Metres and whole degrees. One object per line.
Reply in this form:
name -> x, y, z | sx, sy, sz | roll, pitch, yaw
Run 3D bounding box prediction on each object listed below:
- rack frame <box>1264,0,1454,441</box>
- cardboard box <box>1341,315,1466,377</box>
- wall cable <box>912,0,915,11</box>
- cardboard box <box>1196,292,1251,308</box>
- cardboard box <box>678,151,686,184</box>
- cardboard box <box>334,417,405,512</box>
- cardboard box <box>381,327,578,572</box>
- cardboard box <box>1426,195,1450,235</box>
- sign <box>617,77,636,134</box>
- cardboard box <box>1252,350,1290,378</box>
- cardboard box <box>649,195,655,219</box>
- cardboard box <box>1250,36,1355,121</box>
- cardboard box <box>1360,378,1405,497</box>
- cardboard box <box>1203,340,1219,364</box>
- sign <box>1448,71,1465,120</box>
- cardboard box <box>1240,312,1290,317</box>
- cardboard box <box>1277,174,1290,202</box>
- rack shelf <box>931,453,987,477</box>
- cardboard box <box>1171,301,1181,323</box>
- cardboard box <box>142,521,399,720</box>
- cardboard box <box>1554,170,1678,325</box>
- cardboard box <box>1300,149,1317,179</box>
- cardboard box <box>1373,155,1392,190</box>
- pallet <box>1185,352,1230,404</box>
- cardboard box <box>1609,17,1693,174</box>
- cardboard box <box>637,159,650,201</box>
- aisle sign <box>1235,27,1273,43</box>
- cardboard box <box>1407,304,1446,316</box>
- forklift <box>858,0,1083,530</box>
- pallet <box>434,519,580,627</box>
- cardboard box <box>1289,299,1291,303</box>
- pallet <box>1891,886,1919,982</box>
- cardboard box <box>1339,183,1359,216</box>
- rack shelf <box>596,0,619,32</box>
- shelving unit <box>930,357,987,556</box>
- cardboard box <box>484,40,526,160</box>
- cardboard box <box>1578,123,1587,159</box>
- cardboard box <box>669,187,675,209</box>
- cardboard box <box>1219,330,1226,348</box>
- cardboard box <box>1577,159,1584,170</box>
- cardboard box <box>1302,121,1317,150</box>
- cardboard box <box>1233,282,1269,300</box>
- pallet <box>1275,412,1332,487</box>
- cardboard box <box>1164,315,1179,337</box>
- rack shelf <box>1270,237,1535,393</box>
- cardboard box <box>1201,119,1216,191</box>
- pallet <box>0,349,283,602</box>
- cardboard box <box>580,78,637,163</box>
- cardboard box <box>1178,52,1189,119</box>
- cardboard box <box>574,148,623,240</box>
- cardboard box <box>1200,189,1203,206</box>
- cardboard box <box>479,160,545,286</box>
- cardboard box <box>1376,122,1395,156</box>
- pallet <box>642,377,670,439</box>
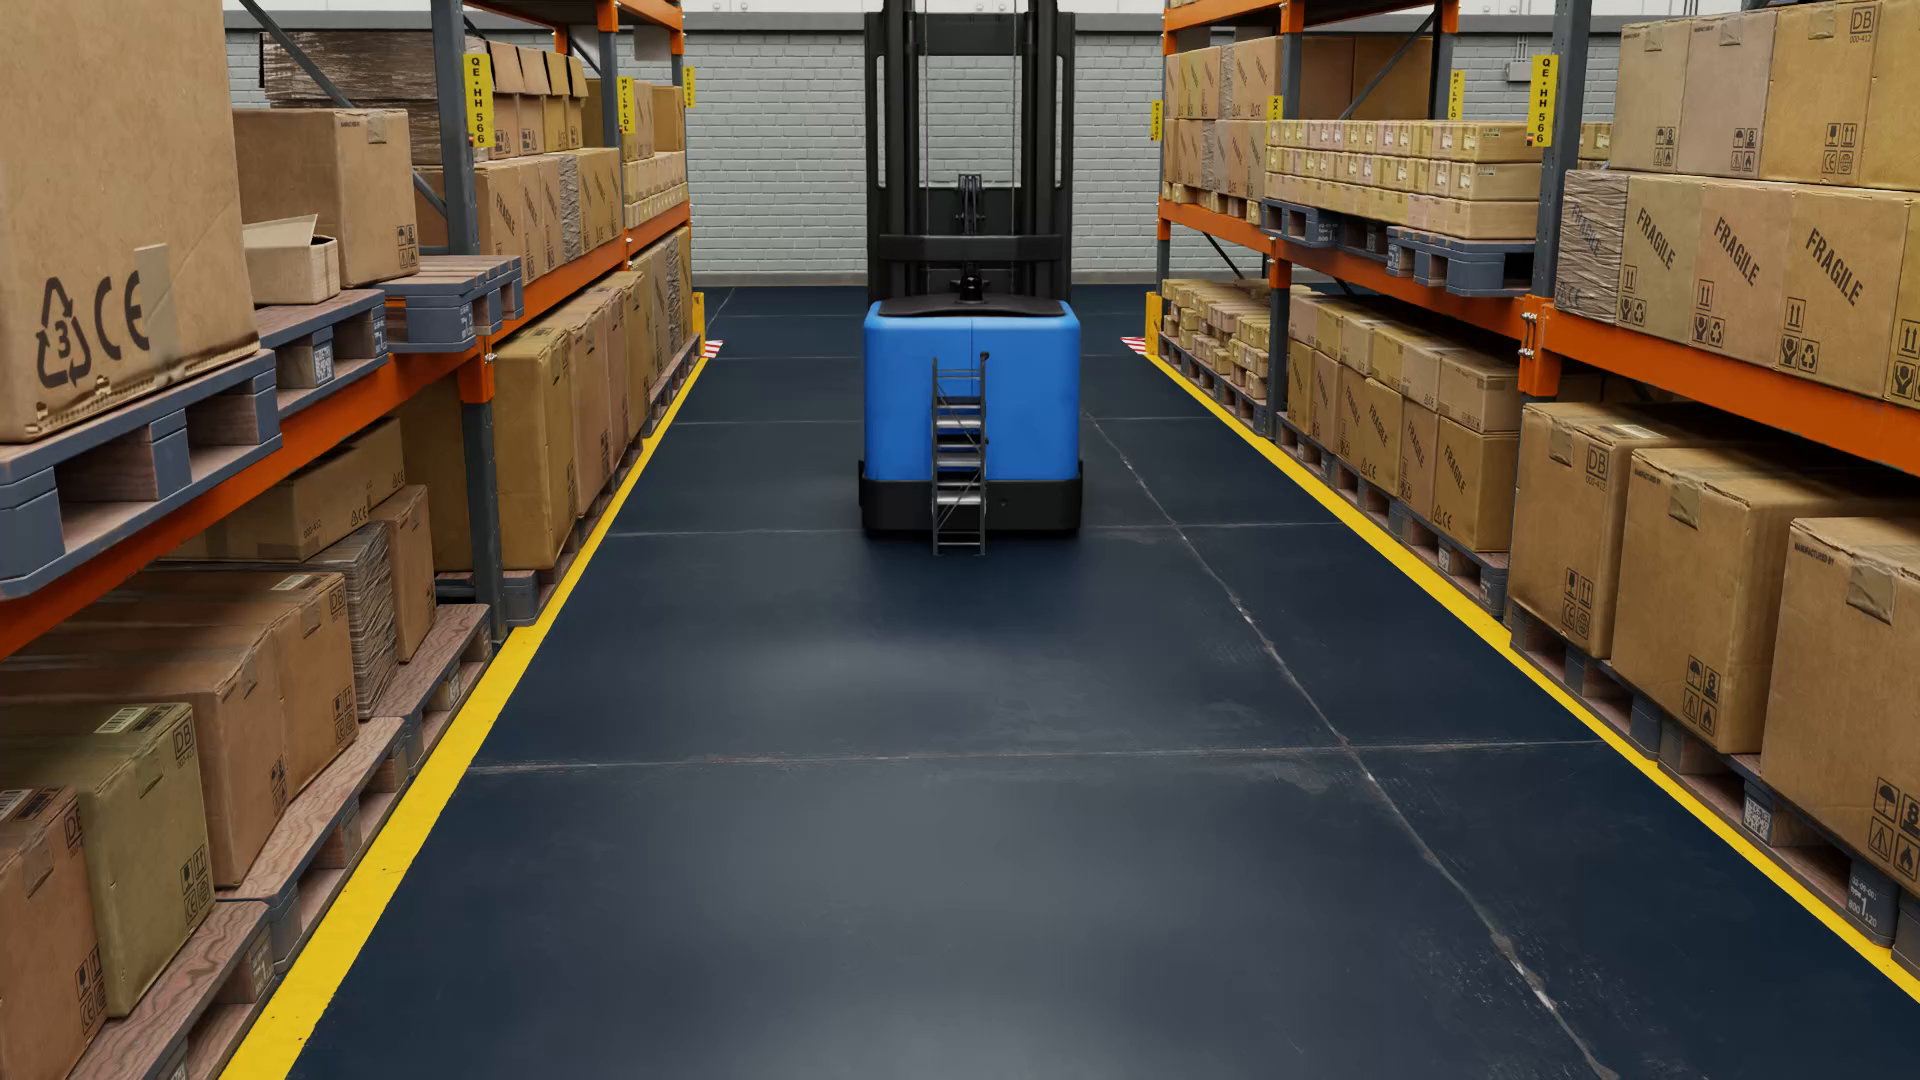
rack frame -> 2.434, -2.095, 10.148 | 1.000, 3.000, 0.127 | -1, 14, -3
cardboard box -> 2.279, -1.003, 8.575 | 0.500, 0.250, 0.500 | 0, 14, -1
wall cable -> 0.319, -8.961, 18.338 | 2.277, 5.999, 0.120 | -1, 14, -3
cardboard box -> 2.010, -1.804, 12.702 | 0.380, 0.149, 0.250 | 0, 14, -1
cardboard box -> -2.476, -2.993, 13.343 | 0.500, 0.250, 0.500 | -1, 14, -4
cardboard box -> -2.203, -0.248, 5.599 | 0.500, 0.250, 0.500 | 0, 14, -1
cardboard box -> -2.297, -0.395, 6.962 | 1.225, 0.875, 0.875 | -2, 15, -6
cardboard box -> 2.179, -1.359, 6.950 | 0.380, 0.149, 0.250 | -1, 14, -4
sign -> -1.982, -2.576, 9.855 | 0.100, 0.325, 0.005 | -1, 14, -3
cardboard box -> 2.097, -1.135, 10.699 | 0.380, 0.149, 0.250 | -1, 14, -2
cardboard box -> -2.276, -2.260, 11.295 | 0.380, 0.149, 0.250 | -1, 14, -4
cardboard box -> 2.135, -2.884, 10.412 | 0.500, 0.500, 0.500 | -1, 14, -5
cardboard box -> 2.303, -0.513, 8.173 | 0.500, 0.500, 0.500 | -2, 15, -6
cardboard box -> 2.008, -1.392, 12.297 | 0.380, 0.149, 0.250 | -1, 14, -3
sign -> 2.988, -2.665, 10.040 | 0.100, 0.325, 0.005 | -1, 14, -3
cardboard box -> 2.136, -1.480, 11.445 | 0.380, 0.149, 0.250 | 0, 14, -2
cardboard box -> 2.022, -2.002, 9.451 | 0.380, 0.149, 0.250 | -1, 14, -3
rack shelf -> -0.006, -0.353, 7.727 | 0.258, 0.077, 0.200 | 0, 14, 0
cardboard box -> 1.923, -1.853, 13.490 | 0.380, 0.149, 0.250 | -1, 14, -4
cardboard box -> -2.166, 0.253, 5.156 | 0.700, 0.500, 0.500 | -2, 15, -8
cardboard box -> 2.440, -1.032, 5.819 | 0.500, 0.500, 0.500 | -1, 14, -3
cardboard box -> 2.051, -2.022, 8.930 | 0.380, 0.149, 0.250 | -2, 15, -6
cardboard box -> 2.132, -1.697, 7.668 | 0.380, 0.149, 0.250 | -1, 14, -4
pallet -> 2.279, -1.215, 12.324 | 1.003, 0.211, 1.213 | -1, 14, -3
cardboard box -> 2.700, -1.521, 5.710 | 0.700, 0.500, 0.500 | -1, 14, -4
cardboard box -> -2.316, -2.359, 10.880 | 0.500, 0.250, 0.500 | -1, 14, -4
aisle sign -> 2.481, -4.371, 13.779 | 0.394, 0.787, 0.004 | -1, 14, -3
cardboard box -> 2.751, -1.141, 9.111 | 0.500, 0.250, 0.500 | 0, 14, -1
forklift -> 0.048, -1.774, 9.041 | 1.130, 2.935, 3.031 | 0, 14, 0
pallet -> -2.248, 0.105, 7.195 | 1.003, 0.211, 1.213 | -1, 14, -3
cardboard box -> 2.548, -1.683, 12.234 | 0.380, 0.149, 0.250 | -1, 14, -3
pallet -> 2.807, 1.055, 3.504 | 1.003, 0.211, 1.213 | -1, 14, -3
cardboard box -> 2.098, -1.684, 8.213 | 0.380, 0.149, 0.250 | -2, 15, -6
rack shelf -> -2.399, -2.650, 7.730 | 1.077, 0.370, 4.000 | -1, 14, -3
shelving unit -> -0.006, -0.386, 7.719 | 0.258, 0.900, 0.210 | 0, 14, 0
cardboard box -> -2.342, -1.927, 7.282 | 0.797, 0.503, 0.637 | -1, 14, -2
cardboard box -> 2.817, -1.715, 7.141 | 0.380, 0.149, 0.250 | -1, 14, -4
cardboard box -> -2.355, -2.579, 12.534 | 0.380, 0.149, 0.250 | -1, 14, -5
cardboard box -> 2.084, -1.462, 11.971 | 0.380, 0.149, 0.250 | -2, 15, -6
cardboard box -> 2.814, -1.583, 7.222 | 0.380, 0.149, 0.250 | -1, 14, -5
cardboard box -> 2.049, -2.164, 8.886 | 0.380, 0.149, 0.250 | -1, 14, -4
cardboard box -> 2.430, -2.009, 13.500 | 0.380, 0.149, 0.250 | -1, 14, -2
pallet -> 2.484, -0.551, 9.743 | 1.003, 0.211, 1.213 | -1, 14, -3
cardboard box -> 1.899, -1.777, 13.791 | 0.380, 0.149, 0.250 | -1, 14, -2
rack shelf -> 2.558, -1.249, 8.304 | 1.077, 0.370, 4.000 | -1, 14, -3
cardboard box -> 2.052, -2.785, 12.032 | 0.500, 0.500, 0.500 | -1, 14, -5
pallet -> -1.929, -0.153, 2.986 | 1.003, 0.211, 1.213 | -1, 14, -3
cardboard box -> -2.297, -2.601, 10.314 | 0.500, 0.500, 0.500 | -1, 14, -3
cardboard box -> 1.987, -3.525, 12.903 | 0.500, 0.500, 0.500 | 0, 14, -2
cardboard box -> -2.221, -1.980, 9.500 | 0.500, 0.500, 0.500 | -1, 14, -3
cardboard box -> 2.045, -2.622, 12.700 | 0.380, 0.149, 0.250 | -1, 14, -4
cardboard box -> -2.068, -1.350, 7.053 | 0.500, 0.500, 0.500 | -1, 14, -5
cardboard box -> 2.135, -1.839, 7.620 | 0.380, 0.149, 0.250 | -1, 14, -3
pallet -> -2.492, -0.883, 11.035 | 1.003, 0.211, 1.213 | -1, 14, -3
